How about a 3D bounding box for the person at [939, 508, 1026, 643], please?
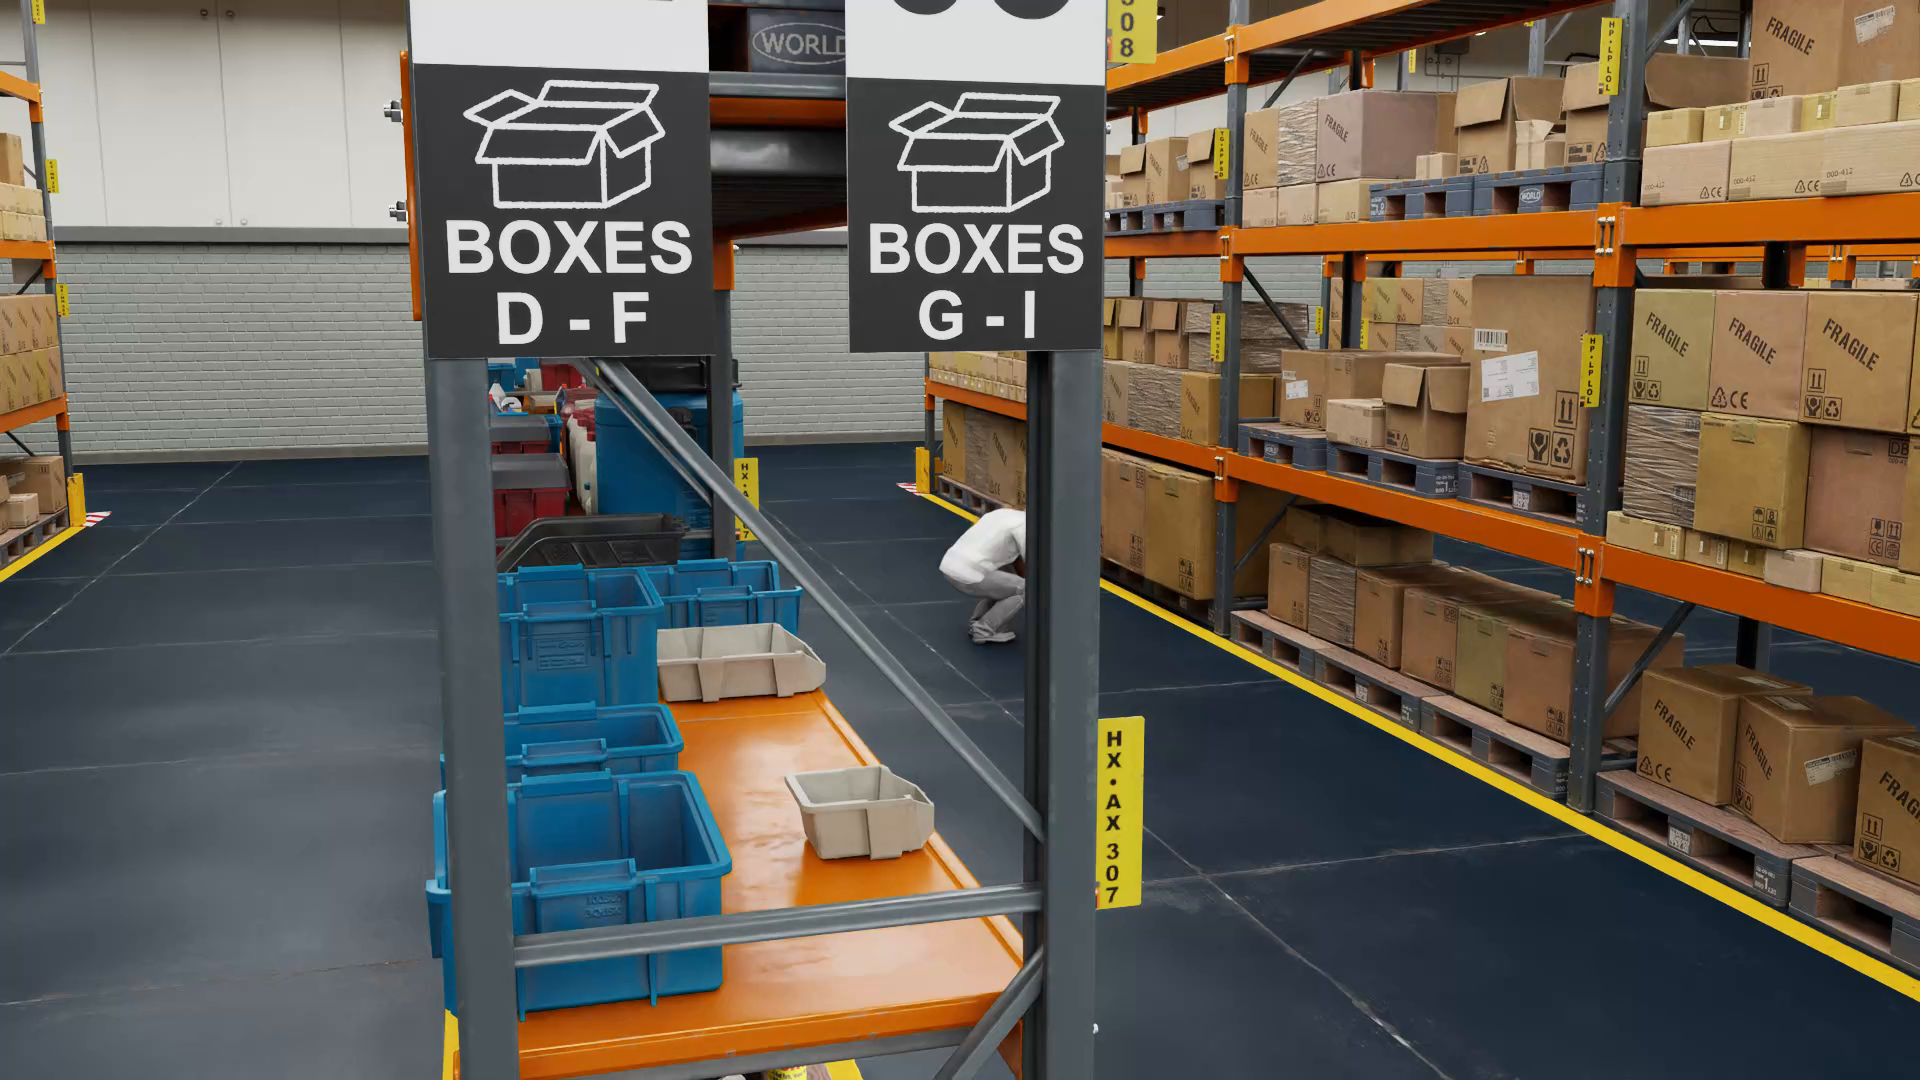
[{"bbox_3d":[0.300,0.182,11.589,0.894,1.002,0.586,-3,10,-16],"label":"person"}]
